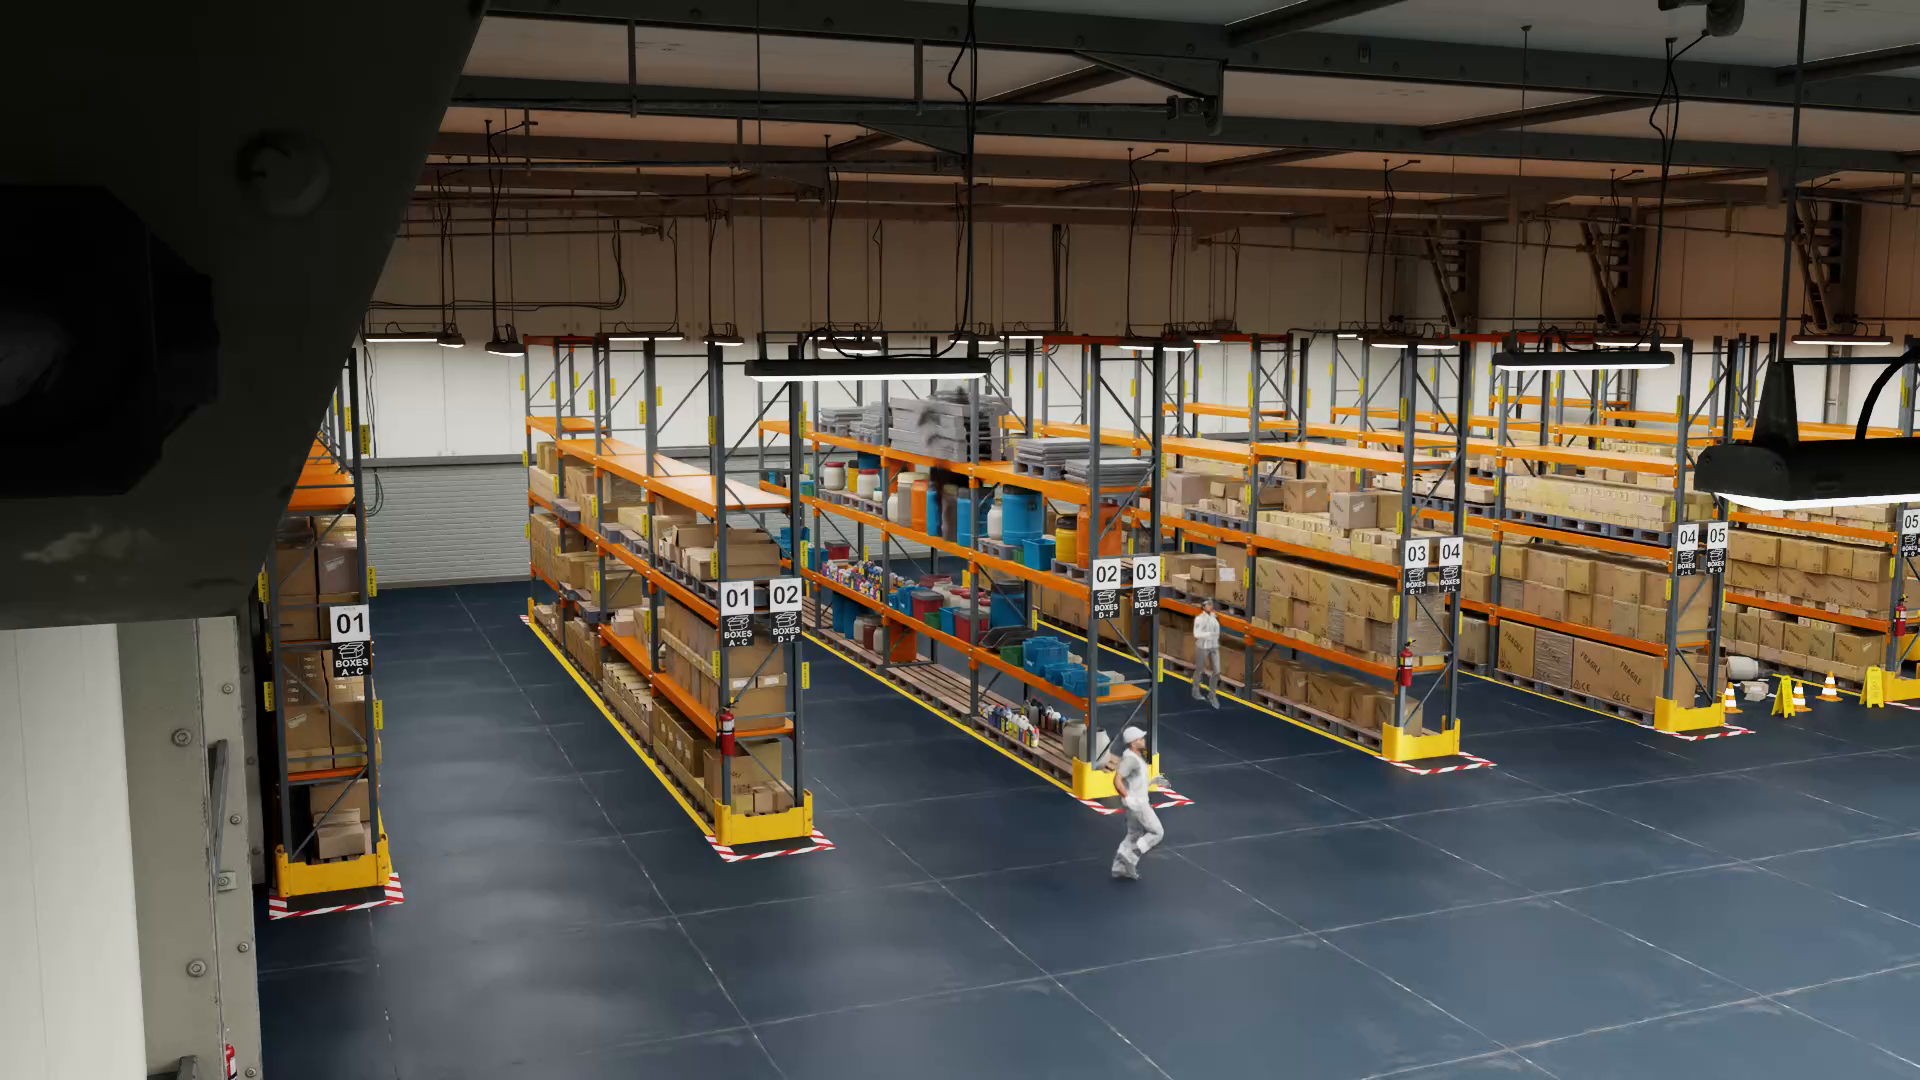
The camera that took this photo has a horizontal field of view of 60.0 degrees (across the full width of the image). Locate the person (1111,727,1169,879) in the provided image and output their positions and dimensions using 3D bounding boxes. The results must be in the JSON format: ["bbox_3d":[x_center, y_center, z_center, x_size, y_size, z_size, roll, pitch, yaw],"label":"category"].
[{"bbox_3d":[2.031,2.963,18.743,0.642,1.742,0.649,0,8,3],"label":"person"}]

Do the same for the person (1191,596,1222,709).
[{"bbox_3d":[3.911,1.755,26.123,0.592,1.788,0.666,-4,9,-30],"label":"person"}]
